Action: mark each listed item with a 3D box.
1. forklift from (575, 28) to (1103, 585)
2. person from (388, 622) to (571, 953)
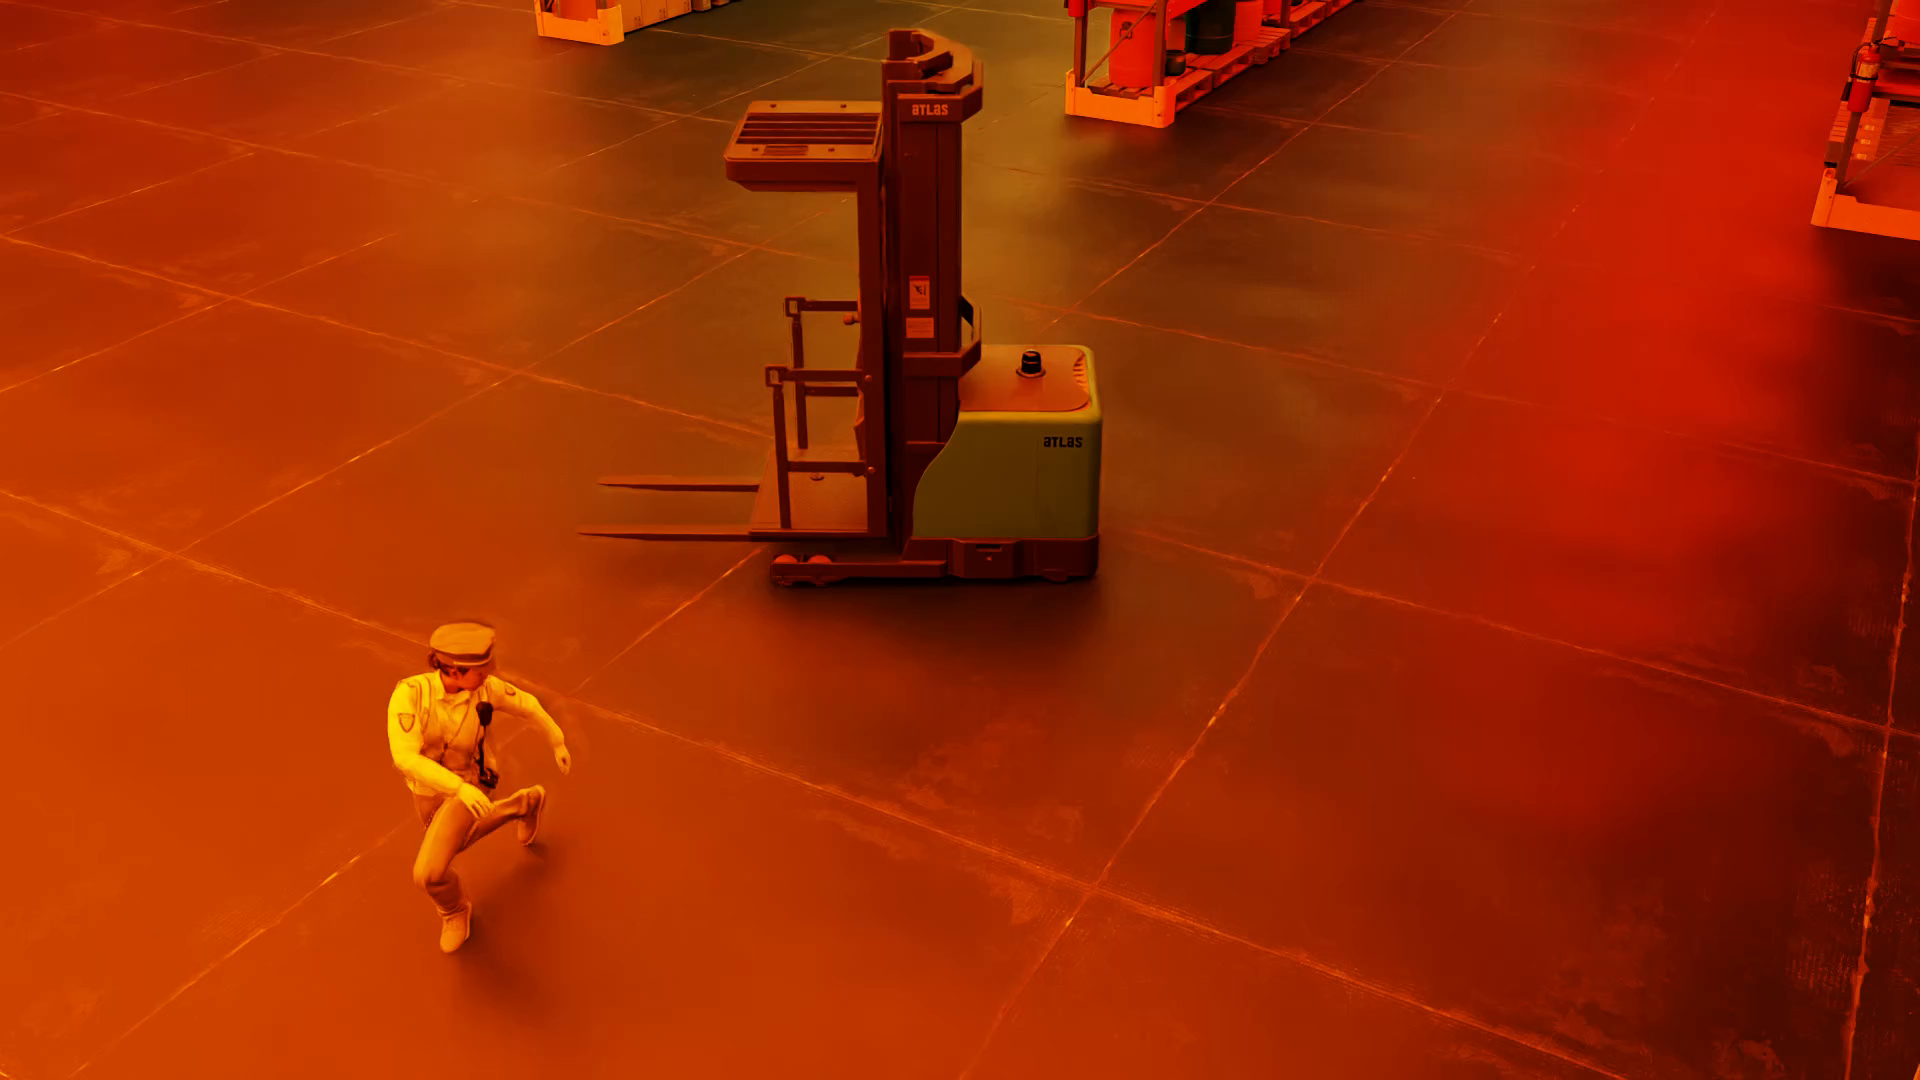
[{"bbox_3d":[-0.710,-1.276,9.281,3.031,2.935,1.130,0,30,1],"label":"forklift"},{"bbox_3d":[-2.017,0.958,6.974,0.591,1.440,0.868,5,30,8],"label":"person"}]
